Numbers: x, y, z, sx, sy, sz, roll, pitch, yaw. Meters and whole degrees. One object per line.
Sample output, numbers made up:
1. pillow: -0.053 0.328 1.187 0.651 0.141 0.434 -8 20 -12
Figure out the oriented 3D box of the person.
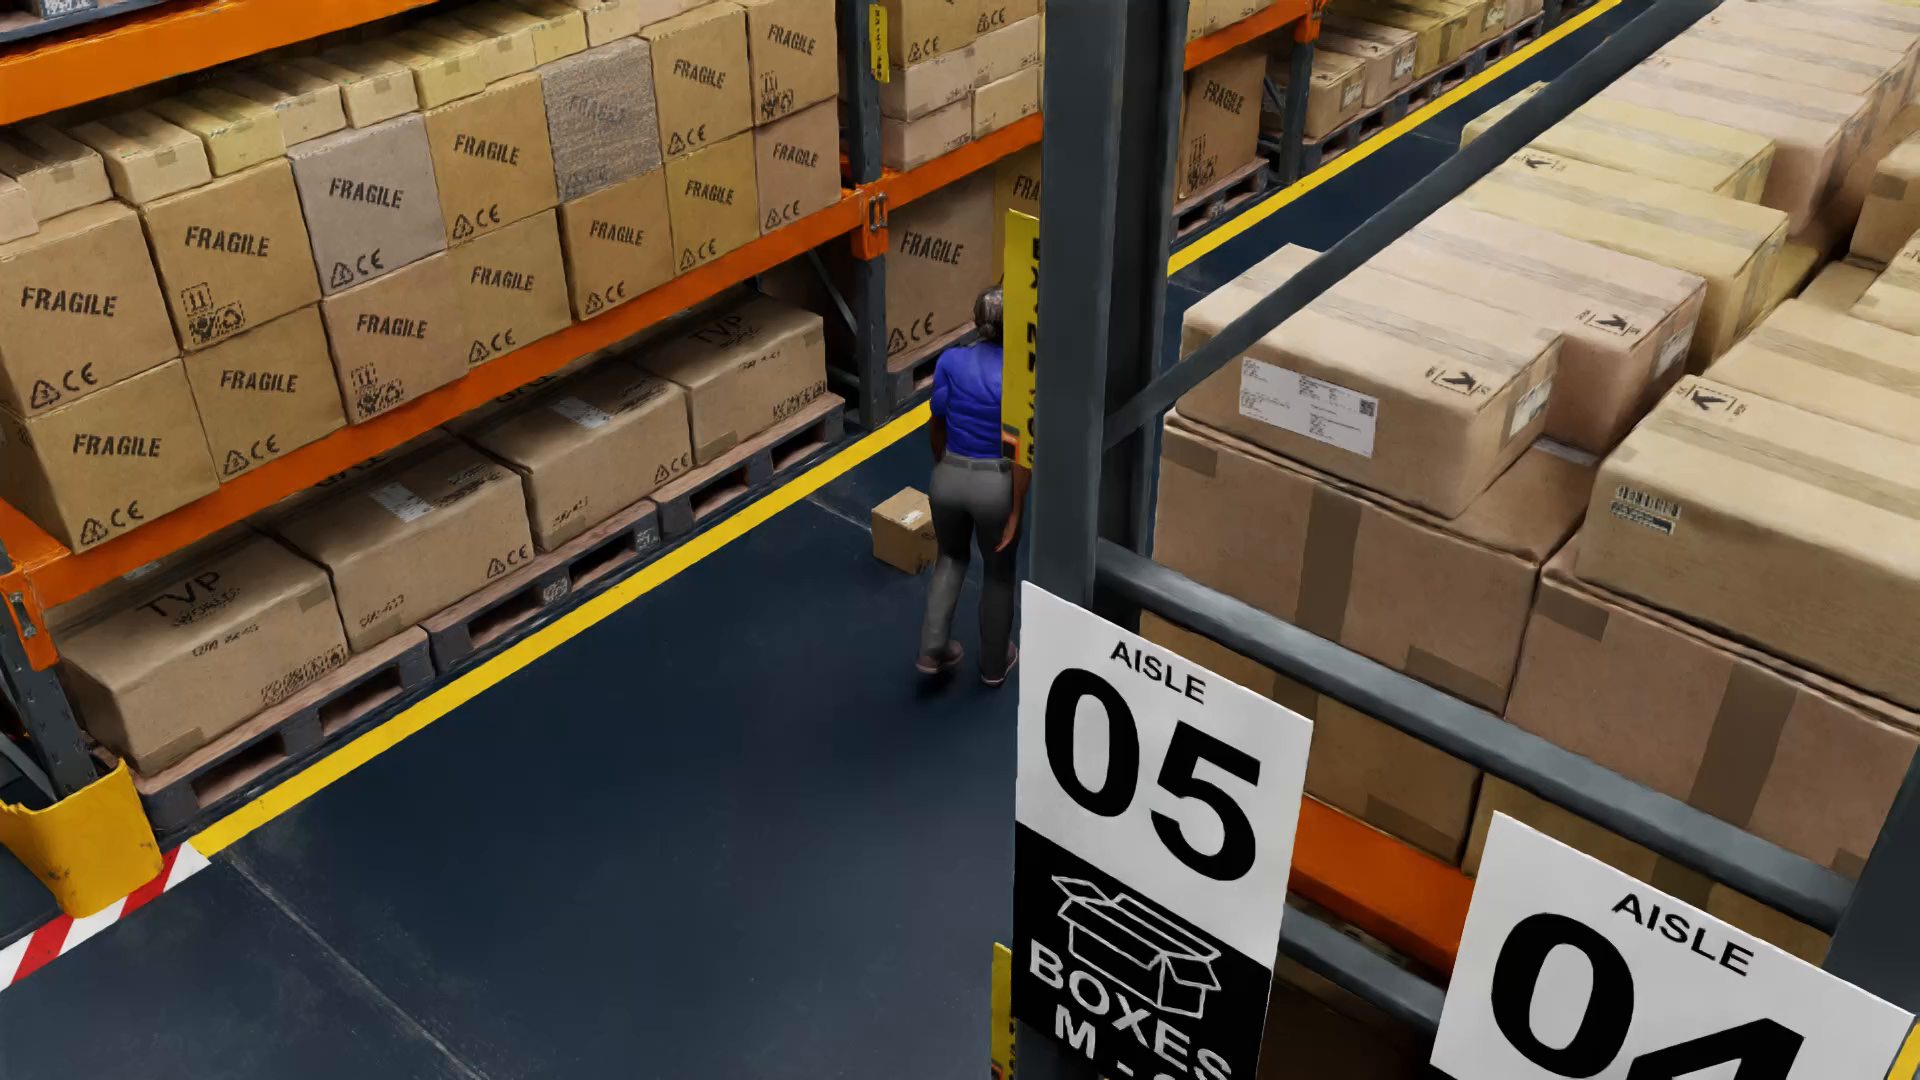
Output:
1. person: 0.064 -0.157 6.393 0.448 1.635 0.615 12 37 16
